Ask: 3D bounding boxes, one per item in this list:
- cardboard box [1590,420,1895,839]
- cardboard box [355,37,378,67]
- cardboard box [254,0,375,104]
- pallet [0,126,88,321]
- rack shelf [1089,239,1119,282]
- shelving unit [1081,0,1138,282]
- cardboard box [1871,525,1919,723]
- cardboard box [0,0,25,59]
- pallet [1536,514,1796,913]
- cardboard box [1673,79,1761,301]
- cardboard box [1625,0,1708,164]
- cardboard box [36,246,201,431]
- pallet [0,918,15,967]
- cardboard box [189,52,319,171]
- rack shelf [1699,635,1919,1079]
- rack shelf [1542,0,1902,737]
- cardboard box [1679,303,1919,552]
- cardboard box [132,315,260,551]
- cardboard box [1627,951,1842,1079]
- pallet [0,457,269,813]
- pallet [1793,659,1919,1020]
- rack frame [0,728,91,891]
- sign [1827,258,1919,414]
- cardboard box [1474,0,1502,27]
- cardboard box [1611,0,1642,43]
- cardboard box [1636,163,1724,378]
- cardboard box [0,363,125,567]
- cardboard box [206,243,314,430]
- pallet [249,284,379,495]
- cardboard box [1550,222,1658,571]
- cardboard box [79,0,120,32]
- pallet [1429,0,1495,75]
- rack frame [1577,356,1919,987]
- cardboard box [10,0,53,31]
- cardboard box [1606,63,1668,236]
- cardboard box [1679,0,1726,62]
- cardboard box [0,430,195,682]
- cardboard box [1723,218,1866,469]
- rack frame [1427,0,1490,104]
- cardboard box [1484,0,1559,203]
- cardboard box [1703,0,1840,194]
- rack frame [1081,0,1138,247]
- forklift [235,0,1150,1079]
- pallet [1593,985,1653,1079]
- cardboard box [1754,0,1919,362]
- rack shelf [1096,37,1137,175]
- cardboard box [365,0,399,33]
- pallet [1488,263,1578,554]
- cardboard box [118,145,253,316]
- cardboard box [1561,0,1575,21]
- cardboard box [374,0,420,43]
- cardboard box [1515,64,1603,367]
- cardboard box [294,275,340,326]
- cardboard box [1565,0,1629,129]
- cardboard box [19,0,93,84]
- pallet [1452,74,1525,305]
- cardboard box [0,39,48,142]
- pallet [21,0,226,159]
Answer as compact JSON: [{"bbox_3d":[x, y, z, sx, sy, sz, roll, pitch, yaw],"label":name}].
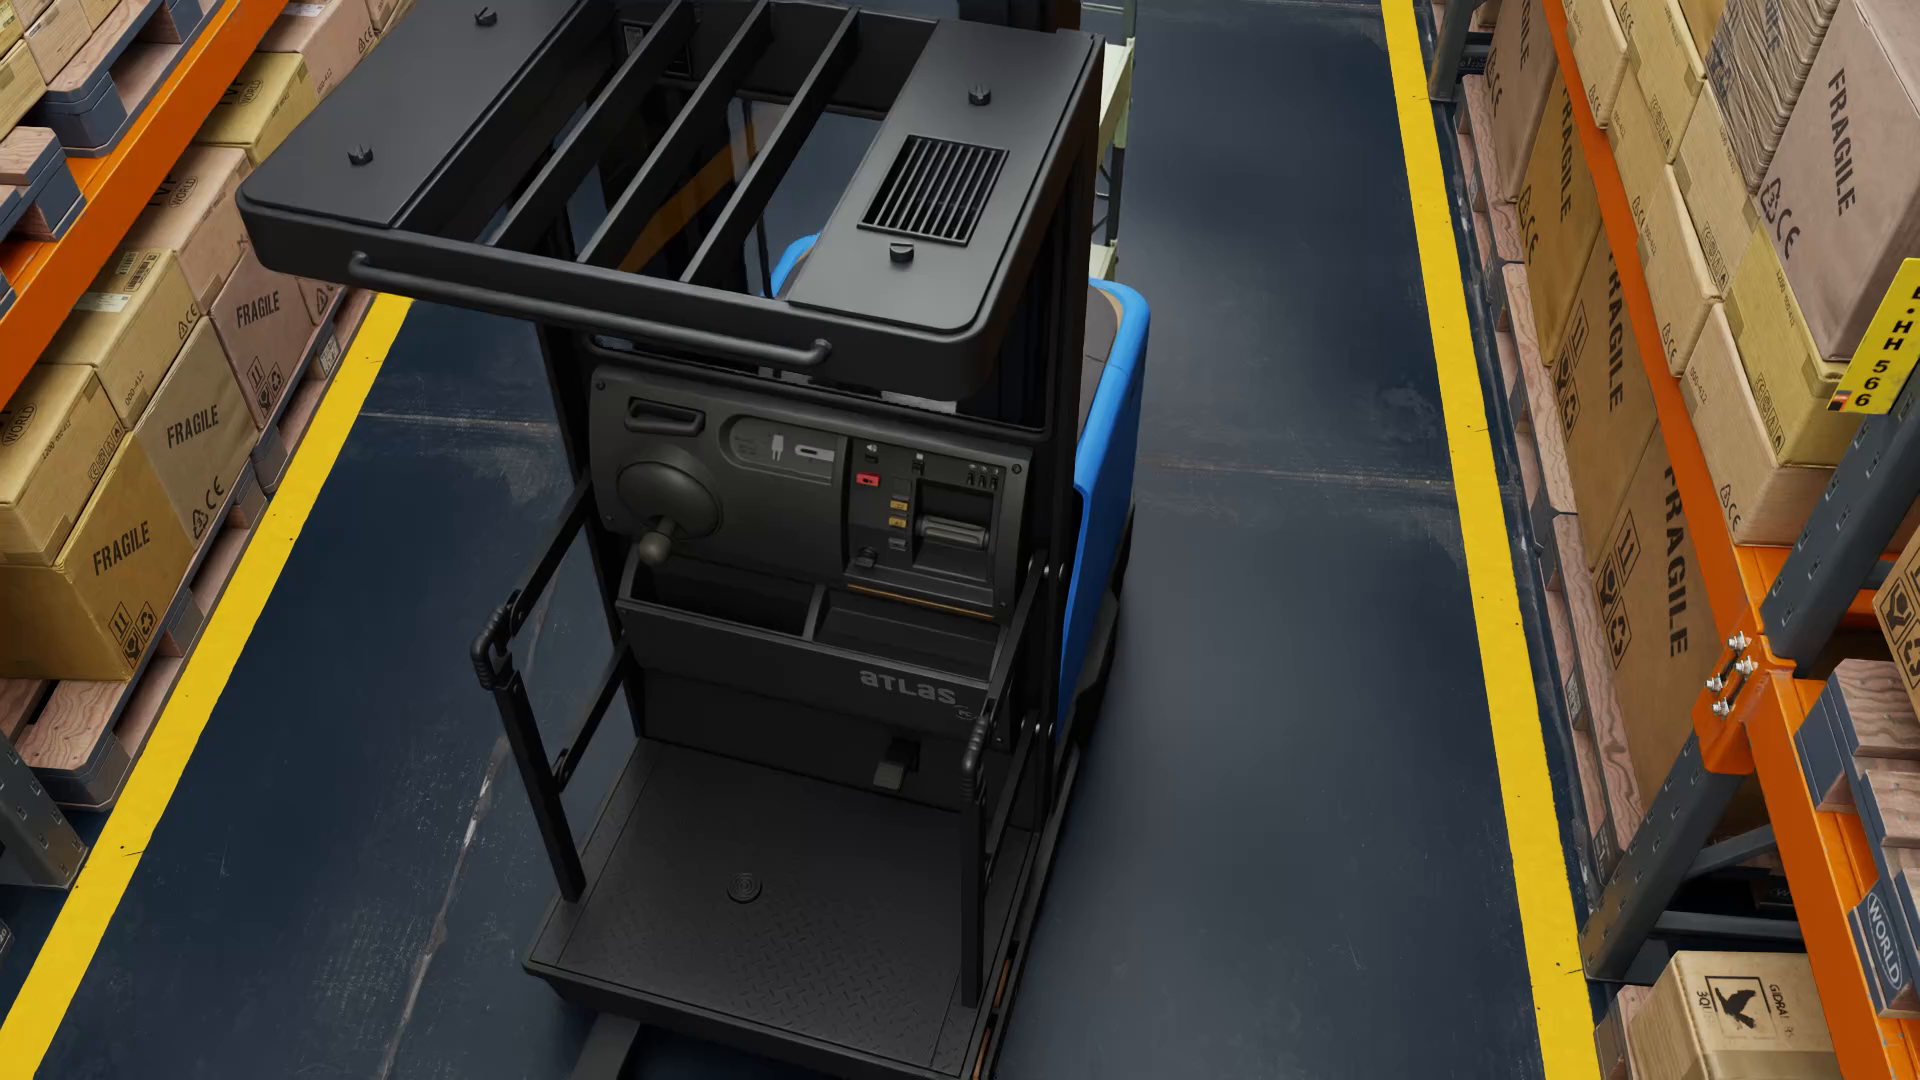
[{"bbox_3d":[2.237,0.169,4.218,0.875,0.875,0.875,3,48,3],"label":"cardboard box"},{"bbox_3d":[-2.347,-1.462,5.964,0.500,0.500,0.500,3,48,3],"label":"cardboard box"},{"bbox_3d":[-2.359,-1.712,5.684,0.500,0.250,0.500,6,48,5],"label":"cardboard box"},{"bbox_3d":[-2.889,-0.629,3.922,1.213,0.211,1.003,4,48,4],"label":"pallet"},{"bbox_3d":[0.208,-0.623,5.245,0.431,0.370,0.720,12,49,11],"label":"rack shelf"},{"bbox_3d":[0.208,-0.843,5.005,0.431,1.500,0.755,12,49,11],"label":"shelving unit"},{"bbox_3d":[1.819,0.135,2.540,0.500,0.500,0.500,3,48,2],"label":"cardboard box"},{"bbox_3d":[-2.537,-1.243,4.038,0.380,0.149,0.250,4,48,4],"label":"cardboard box"},{"bbox_3d":[2.238,0.463,4.684,1.003,0.211,1.213,4,48,4],"label":"pallet"},{"bbox_3d":[1.925,-0.772,3.686,0.500,0.250,0.500,3,48,3],"label":"cardboard box"},{"bbox_3d":[1.951,-1.150,4.032,0.500,0.250,0.500,3,48,3],"label":"cardboard box"},{"bbox_3d":[-2.498,-0.577,4.646,0.500,0.250,0.500,3,48,3],"label":"cardboard box"},{"bbox_3d":[-2.995,1.353,3.870,1.003,0.211,1.213,4,48,4],"label":"pallet"},{"bbox_3d":[-2.393,-1.323,5.328,0.500,0.250,0.500,2,48,2],"label":"cardboard box"},{"bbox_3d":[1.909,1.808,2.051,1.077,0.370,4.000,4,48,4],"label":"rack shelf"},{"bbox_3d":[2.273,-1.131,4.739,1.077,0.370,4.000,4,48,4],"label":"rack shelf"},{"bbox_3d":[1.878,-0.242,3.541,0.500,0.250,0.500,2,48,2],"label":"cardboard box"},{"bbox_3d":[-2.487,-0.333,4.931,0.500,0.500,0.500,4,48,4],"label":"cardboard box"},{"bbox_3d":[2.030,1.256,3.565,0.950,0.372,0.625,1,48,1],"label":"cardboard box"},{"bbox_3d":[-2.775,0.204,4.920,1.003,0.211,1.213,4,48,4],"label":"pallet"},{"bbox_3d":[2.132,0.692,2.715,1.213,0.211,1.003,4,48,4],"label":"pallet"},{"bbox_3d":[-2.848,-0.163,3.366,1.000,3.000,0.127,4,48,4],"label":"rack frame"},{"bbox_3d":[1.538,-0.330,2.734,0.100,0.325,0.005,4,48,4],"label":"sign"},{"bbox_3d":[2.620,-2.575,7.024,0.875,0.438,0.875,3,48,3],"label":"cardboard box"},{"bbox_3d":[1.999,-1.531,4.381,0.500,0.250,0.500,3,48,2],"label":"cardboard box"},{"bbox_3d":[1.909,-0.619,3.885,0.500,0.250,0.500,5,48,4],"label":"cardboard box"},{"bbox_3d":[-2.544,-0.204,4.305,0.500,0.250,0.500,2,48,2],"label":"cardboard box"},{"bbox_3d":[-2.445,-0.711,5.277,0.500,0.500,0.500,3,48,3],"label":"cardboard box"},{"bbox_3d":[-2.661,-0.690,5.738,1.003,0.211,1.213,4,48,4],"label":"pallet"},{"bbox_3d":[2.322,-0.486,4.817,0.875,0.875,0.875,4,48,4],"label":"cardboard box"},{"bbox_3d":[-2.487,-1.509,4.483,0.380,0.149,0.250,4,48,4],"label":"cardboard box"},{"bbox_3d":[2.603,-2.456,7.353,1.003,0.211,1.213,4,48,4],"label":"pallet"},{"bbox_3d":[2.091,0.096,3.129,1.000,3.000,0.127,4,48,4],"label":"rack frame"},{"bbox_3d":[-2.514,-1.426,4.205,0.380,0.149,0.250,4,48,4],"label":"cardboard box"},{"bbox_3d":[1.971,-0.988,4.222,0.500,0.250,0.500,3,48,3],"label":"cardboard box"},{"bbox_3d":[1.968,-1.415,3.766,0.500,0.500,0.500,4,48,4],"label":"cardboard box"},{"bbox_3d":[-2.529,0.037,4.593,0.500,0.500,0.500,2,48,2],"label":"cardboard box"},{"bbox_3d":[1.882,-0.395,3.341,0.500,0.250,0.500,4,48,3],"label":"cardboard box"},{"bbox_3d":[2.456,-2.843,5.818,1.000,3.000,0.127,4,48,4],"label":"rack frame"},{"bbox_3d":[2.479,-1.807,6.025,0.875,0.875,0.875,5,48,5],"label":"cardboard box"},{"bbox_3d":[1.916,-1.050,3.432,0.500,0.500,0.500,5,48,4],"label":"cardboard box"},{"bbox_3d":[0.308,-1.103,5.242,0.400,1.500,0.023,12,49,11],"label":"rack frame"},{"bbox_3d":[-0.376,0.011,3.254,1.130,2.935,3.031,12,49,11],"label":"forklift"},{"bbox_3d":[2.018,1.611,3.633,1.003,0.211,1.213,4,48,4],"label":"pallet"},{"bbox_3d":[1.878,-0.673,3.087,0.500,0.500,0.500,3,48,2],"label":"cardboard box"},{"bbox_3d":[0.208,-1.107,4.717,0.431,0.370,0.720,12,49,11],"label":"rack shelf"},{"bbox_3d":[-2.299,-2.089,6.029,0.500,0.250,0.500,3,48,2],"label":"cardboard box"},{"bbox_3d":[2.352,-0.431,5.501,1.003,0.211,1.213,4,48,4],"label":"pallet"},{"bbox_3d":[-2.440,-0.940,4.978,0.500,0.250,0.500,4,48,4],"label":"cardboard box"},{"bbox_3d":[2.044,-1.731,4.902,0.500,0.250,0.500,4,48,3],"label":"cardboard box"},{"bbox_3d":[-2.300,-1.839,6.309,0.500,0.500,0.500,3,48,3],"label":"cardboard box"},{"bbox_3d":[2.404,-1.143,5.418,0.875,0.875,0.875,5,48,5],"label":"cardboard box"},{"bbox_3d":[-2.398,-1.086,5.620,0.500,0.500,0.500,3,48,3],"label":"cardboard box"},{"bbox_3d":[1.990,-1.365,4.567,0.500,0.250,0.500,3,48,3],"label":"cardboard box"},{"bbox_3d":[-2.512,-1.324,4.314,0.380,0.149,0.250,5,48,5],"label":"cardboard box"},{"bbox_3d":[2.460,-1.330,6.324,1.003,0.211,1.213,4,48,4],"label":"pallet"},{"bbox_3d":[-2.534,-1.129,4.135,0.380,0.149,0.250,6,48,5],"label":"cardboard box"},{"bbox_3d":[-2.708,-1.555,4.770,1.003,0.211,1.213,4,48,4],"label":"pallet"}]
